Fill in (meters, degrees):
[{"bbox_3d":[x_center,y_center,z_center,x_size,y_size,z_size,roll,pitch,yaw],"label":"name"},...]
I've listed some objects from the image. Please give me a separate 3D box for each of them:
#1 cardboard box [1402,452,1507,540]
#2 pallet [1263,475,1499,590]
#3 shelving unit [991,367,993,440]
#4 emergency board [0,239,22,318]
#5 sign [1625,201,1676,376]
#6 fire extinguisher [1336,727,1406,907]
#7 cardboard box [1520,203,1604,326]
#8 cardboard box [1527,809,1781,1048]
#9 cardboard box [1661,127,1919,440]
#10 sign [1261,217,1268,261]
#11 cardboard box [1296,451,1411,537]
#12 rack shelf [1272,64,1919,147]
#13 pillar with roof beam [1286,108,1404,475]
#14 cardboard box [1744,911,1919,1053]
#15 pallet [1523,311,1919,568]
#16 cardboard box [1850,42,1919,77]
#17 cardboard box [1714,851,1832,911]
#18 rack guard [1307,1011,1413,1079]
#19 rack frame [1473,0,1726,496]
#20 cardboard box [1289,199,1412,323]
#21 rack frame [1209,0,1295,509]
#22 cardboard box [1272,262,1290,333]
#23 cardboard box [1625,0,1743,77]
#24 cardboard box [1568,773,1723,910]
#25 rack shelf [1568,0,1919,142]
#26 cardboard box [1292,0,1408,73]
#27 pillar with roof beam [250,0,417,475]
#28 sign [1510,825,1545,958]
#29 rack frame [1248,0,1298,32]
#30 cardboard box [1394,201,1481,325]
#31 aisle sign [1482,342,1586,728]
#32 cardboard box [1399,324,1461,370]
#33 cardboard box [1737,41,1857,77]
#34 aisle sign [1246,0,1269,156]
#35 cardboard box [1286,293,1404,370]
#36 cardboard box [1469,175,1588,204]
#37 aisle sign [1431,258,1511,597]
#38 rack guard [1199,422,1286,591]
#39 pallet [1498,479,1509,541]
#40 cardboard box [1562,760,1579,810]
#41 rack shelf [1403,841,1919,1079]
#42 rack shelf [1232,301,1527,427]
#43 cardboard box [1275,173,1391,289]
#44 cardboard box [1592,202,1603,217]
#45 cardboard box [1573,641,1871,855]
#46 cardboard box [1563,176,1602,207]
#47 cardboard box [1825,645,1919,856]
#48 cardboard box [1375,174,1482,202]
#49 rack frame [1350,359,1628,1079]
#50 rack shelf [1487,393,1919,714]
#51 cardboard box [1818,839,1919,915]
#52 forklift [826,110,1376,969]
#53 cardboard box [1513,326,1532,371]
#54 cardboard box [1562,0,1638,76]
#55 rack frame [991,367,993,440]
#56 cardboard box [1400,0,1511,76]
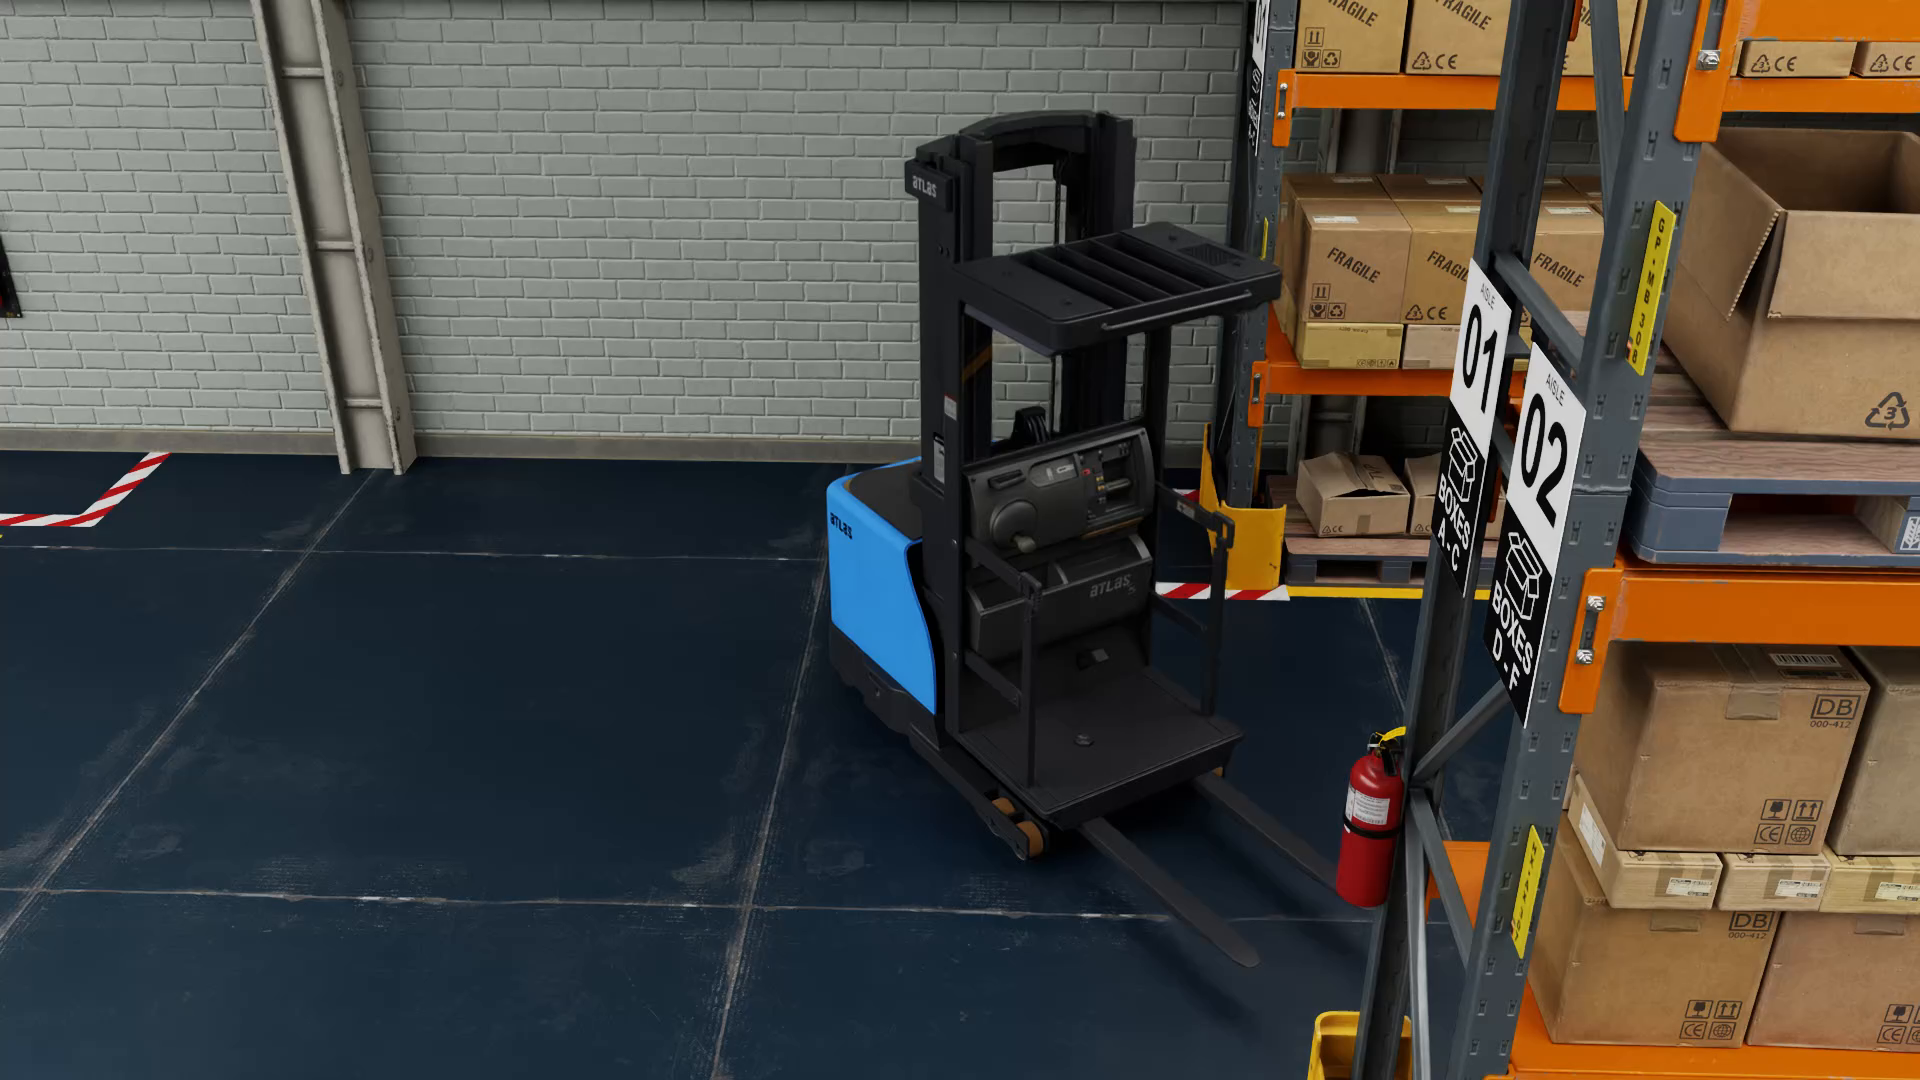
[{"bbox_3d":[2.803,-0.266,9.449,0.500,0.311,0.500,3,28,6],"label":"cardboard box"},{"bbox_3d":[2.432,-0.059,9.636,1.213,0.211,1.003,1,28,2],"label":"pallet"},{"bbox_3d":[0.053,-0.463,9.502,0.252,1.050,0.215,1,28,2],"label":"shelving unit"},{"bbox_3d":[-6.189,-1.873,10.081,0.643,1.169,0.194,1,28,2],"label":"emergency board"},{"bbox_3d":[1.349,-0.490,3.252,0.005,0.325,0.100,1,28,2],"label":"sign"},{"bbox_3d":[1.272,0.811,5.099,0.183,0.674,0.296,1,28,2],"label":"fire extinguisher"},{"bbox_3d":[3.021,-1.423,8.570,0.500,0.500,0.500,0,28,0],"label":"cardboard box"},{"bbox_3d":[1.840,0.966,4.618,0.500,0.500,0.700,1,28,2],"label":"cardboard box"},{"bbox_3d":[1.948,-0.610,3.788,0.637,0.503,0.797,3,28,5],"label":"cardboard box"},{"bbox_3d":[1.526,-1.451,8.360,0.005,0.325,0.100,1,28,2],"label":"sign"},{"bbox_3d":[2.234,-0.275,9.467,0.500,0.311,0.500,-2,28,-4],"label":"cardboard box"},{"bbox_3d":[3.544,-2.297,8.445,4.000,0.370,1.077,1,28,2],"label":"rack shelf"},{"bbox_3d":[2.123,-2.351,4.577,0.400,9.000,9.100,1,28,2],"label":"pillar with roof beam"},{"bbox_3d":[2.365,0.973,4.606,0.500,0.500,0.700,2,28,3],"label":"cardboard box"},{"bbox_3d":[2.080,-0.266,3.941,1.213,0.211,1.003,1,28,2],"label":"pallet"},{"bbox_3d":[4.524,-2.541,8.011,0.500,0.500,0.500,-1,28,-3],"label":"cardboard box"},{"bbox_3d":[2.023,0.776,4.284,0.250,0.149,0.380,0,28,0],"label":"cardboard box"},{"bbox_3d":[1.350,2.101,5.254,0.348,0.500,1.175,1,28,2],"label":"rack guard"},{"bbox_3d":[1.374,-1.654,3.262,0.127,3.000,1.000,1,28,2],"label":"rack frame"},{"bbox_3d":[2.012,-1.448,8.616,0.500,0.500,0.500,1,28,2],"label":"cardboard box"},{"bbox_3d":[1.545,-1.322,9.042,0.127,3.000,1.000,1,28,2],"label":"rack frame"},{"bbox_3d":[2.019,-1.348,9.229,0.500,0.250,0.500,1,28,3],"label":"cardboard box"},{"bbox_3d":[3.461,-2.547,8.021,0.500,0.500,0.500,3,28,5],"label":"cardboard box"},{"bbox_3d":[1.759,0.773,4.290,0.250,0.149,0.380,1,28,1],"label":"cardboard box"},{"bbox_3d":[3.373,-1.126,3.462,4.000,0.370,1.077,1,28,2],"label":"rack shelf"},{"bbox_3d":[1.871,-2.578,8.080,0.500,0.500,0.500,2,28,3],"label":"cardboard box"},{"bbox_3d":[-3.873,-2.450,4.764,0.400,9.000,9.100,1,28,2],"label":"pillar with roof beam"},{"bbox_3d":[1.349,0.839,3.956,0.005,0.325,0.100,1,28,2],"label":"sign"},{"bbox_3d":[1.545,-3.973,7.636,0.127,3.000,1.000,1,28,2],"label":"rack frame"},{"bbox_3d":[2.505,-1.435,8.592,0.500,0.500,0.500,1,28,2],"label":"cardboard box"},{"bbox_3d":[1.298,-0.010,3.790,0.004,0.787,0.394,1,28,2],"label":"aisle sign"},{"bbox_3d":[2.541,-1.106,8.773,0.500,0.250,0.500,0,28,0],"label":"cardboard box"},{"bbox_3d":[3.969,-2.533,7.995,0.500,0.500,0.500,0,28,0],"label":"cardboard box"},{"bbox_3d":[1.463,-2.332,8.170,0.004,0.787,0.394,1,28,2],"label":"aisle sign"},{"bbox_3d":[2.022,-1.108,8.776,0.500,0.250,0.500,0,28,0],"label":"cardboard box"},{"bbox_3d":[3.043,-1.668,9.033,0.500,0.500,0.500,0,28,0],"label":"cardboard box"},{"bbox_3d":[1.319,-0.291,4.320,0.004,0.787,0.394,1,28,2],"label":"aisle sign"},{"bbox_3d":[1.621,-0.217,9.625,0.348,0.500,1.175,1,28,2],"label":"rack guard"},{"bbox_3d":[3.648,-0.037,9.595,1.213,0.211,1.003,1,28,2],"label":"pallet"},{"bbox_3d":[1.763,0.583,4.648,0.250,0.149,0.380,0,28,1],"label":"cardboard box"},{"bbox_3d":[3.373,1.347,4.774,4.000,0.370,1.077,1,28,2],"label":"rack shelf"},{"bbox_3d":[3.544,-0.971,9.148,4.000,0.370,1.077,1,28,2],"label":"rack shelf"},{"bbox_3d":[2.024,-1.688,9.069,0.500,0.500,0.500,1,28,1],"label":"cardboard box"},{"bbox_3d":[3.538,-1.420,8.565,0.500,0.500,0.500,2,28,3],"label":"cardboard box"},{"bbox_3d":[1.893,0.394,4.313,0.500,0.500,0.700,1,28,2],"label":"cardboard box"},{"bbox_3d":[3.547,-1.660,9.017,0.500,0.500,0.500,1,28,2],"label":"cardboard box"},{"bbox_3d":[2.419,0.400,4.301,0.500,0.500,0.700,0,28,0],"label":"cardboard box"},{"bbox_3d":[2.527,-1.675,9.045,0.500,0.500,0.500,1,28,2],"label":"cardboard box"},{"bbox_3d":[1.374,0.997,4.667,0.127,3.000,1.000,1,28,2],"label":"rack frame"},{"bbox_3d":[3.373,0.022,4.071,4.000,0.370,1.077,1,28,2],"label":"rack shelf"},{"bbox_3d":[2.272,0.781,4.275,0.250,0.149,0.380,1,28,2],"label":"cardboard box"},{"bbox_3d":[0.556,-0.172,6.945,1.130,2.935,3.031,-17,32,-28],"label":"forklift"},{"bbox_3d":[3.050,-1.095,8.752,0.500,0.250,0.500,1,28,1],"label":"cardboard box"},{"bbox_3d":[2.925,-2.546,8.019,0.500,0.500,0.500,2,28,4],"label":"cardboard box"},{"bbox_3d":[0.175,-0.461,9.499,0.008,1.050,0.200,1,28,2],"label":"rack frame"},{"bbox_3d":[2.406,-2.552,8.031,0.500,0.500,0.500,3,28,5],"label":"cardboard box"}]
